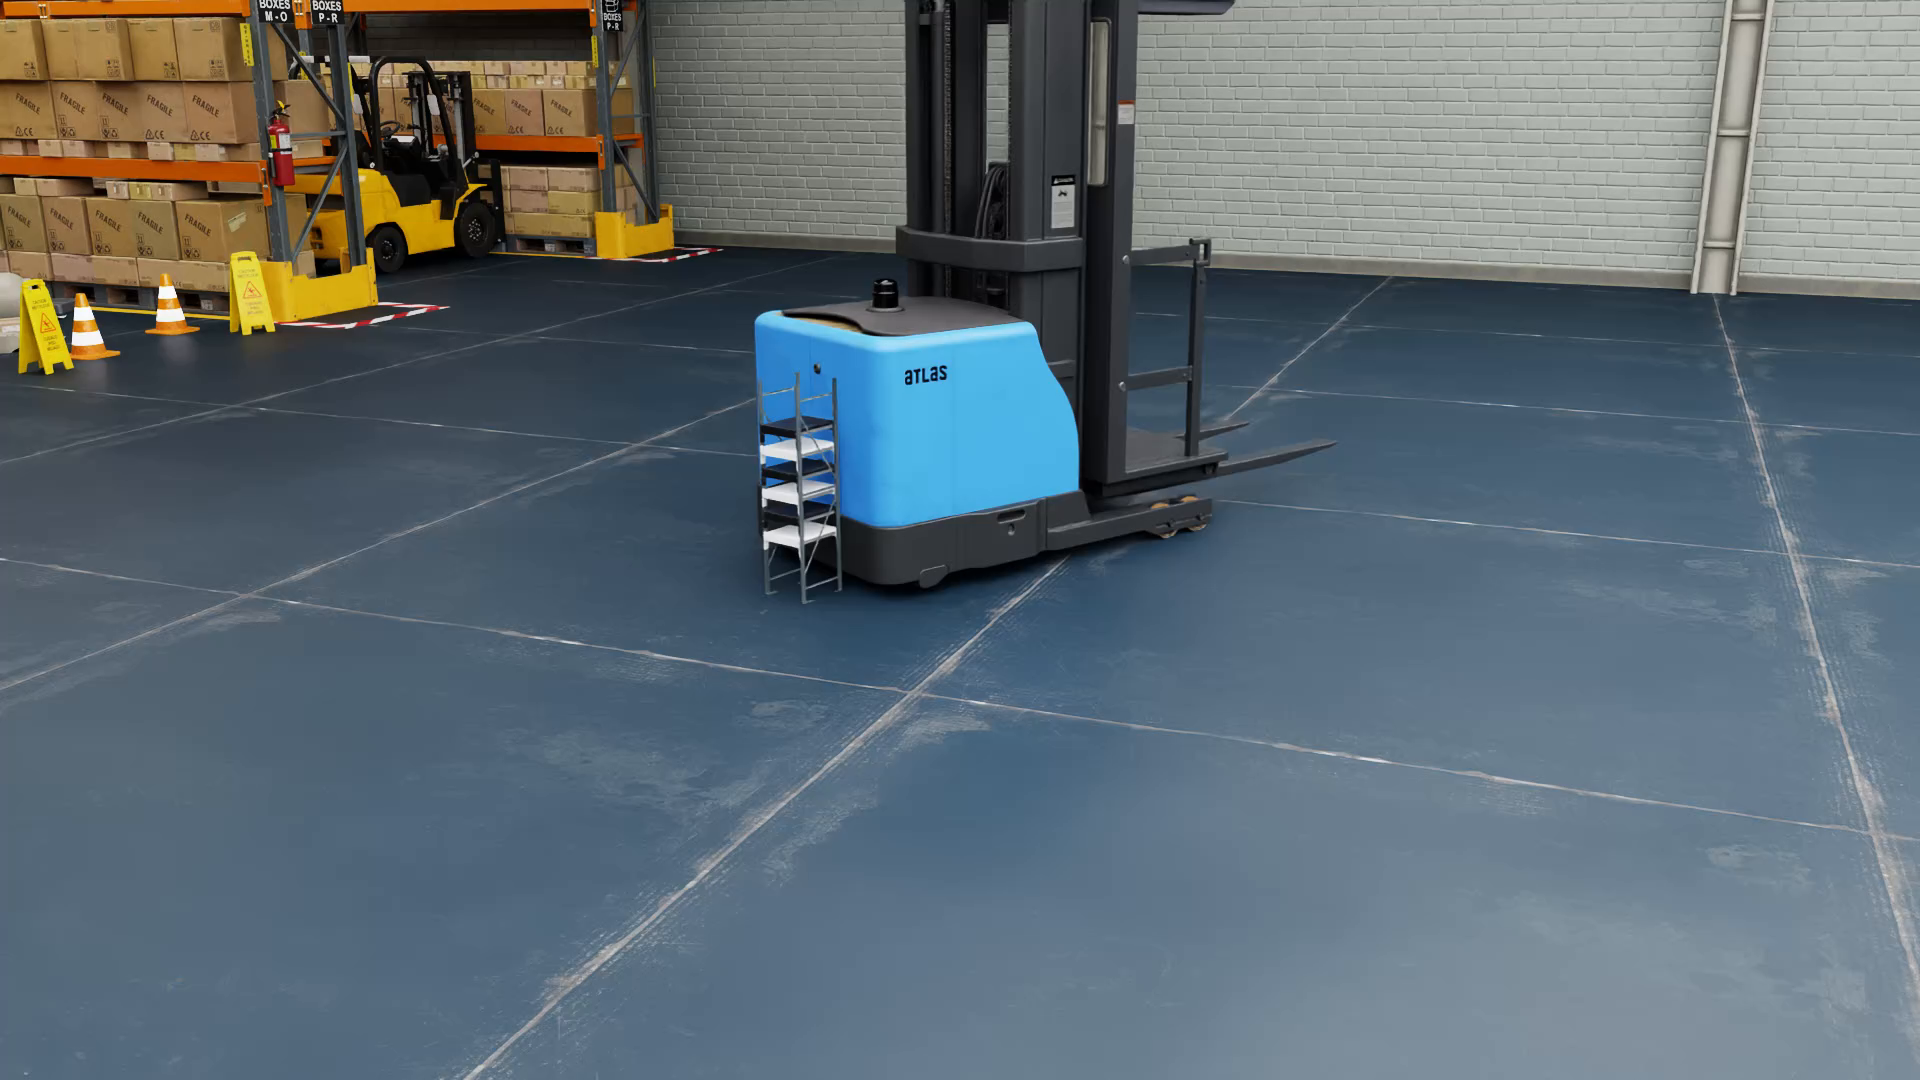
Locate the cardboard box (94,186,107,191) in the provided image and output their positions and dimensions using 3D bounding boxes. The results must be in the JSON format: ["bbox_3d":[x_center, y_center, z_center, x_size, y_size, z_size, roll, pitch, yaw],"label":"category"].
[{"bbox_3d":[-8.123,-3.035,15.581,0.500,0.500,0.500,7,17,22],"label":"cardboard box"}]

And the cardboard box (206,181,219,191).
[{"bbox_3d":[-9.336,-4.393,20.933,0.625,0.625,0.875,6,17,18],"label":"cardboard box"}]

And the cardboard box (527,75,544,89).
[{"bbox_3d":[-4.599,-5.098,18.511,0.250,0.149,0.380,7,17,22],"label":"cardboard box"}]

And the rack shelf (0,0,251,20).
[{"bbox_3d":[-7.385,-4.727,14.485,4.000,0.370,1.077,6,17,21],"label":"rack shelf"}]

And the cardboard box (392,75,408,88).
[{"bbox_3d":[-6.288,-5.265,19.088,0.250,0.149,0.380,6,17,20],"label":"cardboard box"}]

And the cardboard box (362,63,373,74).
[{"bbox_3d":[-6.723,-5.490,19.327,0.250,0.149,0.380,6,17,20],"label":"cardboard box"}]

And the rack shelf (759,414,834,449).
[{"bbox_3d":[-0.652,-0.441,6.728,0.200,0.077,0.258,12,20,36],"label":"rack shelf"}]

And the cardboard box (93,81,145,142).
[{"bbox_3d":[-7.059,-3.706,14.347,0.500,0.500,0.500,6,17,20],"label":"cardboard box"}]

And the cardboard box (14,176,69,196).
[{"bbox_3d":[-8.223,-3.178,14.911,0.250,0.149,0.380,7,18,23],"label":"cardboard box"}]

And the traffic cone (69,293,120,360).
[{"bbox_3d":[-6.489,-1.595,12.339,0.334,0.463,0.336,6,17,21],"label":"traffic cone"}]

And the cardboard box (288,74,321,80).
[{"bbox_3d":[-7.827,-5.461,19.761,0.250,0.149,0.380,7,18,23],"label":"cardboard box"}]

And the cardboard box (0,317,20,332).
[{"bbox_3d":[-7.484,-1.668,13.152,0.380,0.149,0.250,-12,20,-37],"label":"cardboard box"}]

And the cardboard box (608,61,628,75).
[{"bbox_3d":[-3.941,-5.307,18.697,0.250,0.149,0.380,6,17,20],"label":"cardboard box"}]

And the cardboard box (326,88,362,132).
[{"bbox_3d":[-7.111,-5.059,19.539,0.500,0.500,0.500,6,17,19],"label":"cardboard box"}]

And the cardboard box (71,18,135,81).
[{"bbox_3d":[-7.060,-4.173,14.161,0.500,0.500,0.700,6,17,20],"label":"cardboard box"}]

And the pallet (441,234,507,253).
[{"bbox_3d":[-5.564,-3.568,19.586,1.213,0.211,1.003,6,17,21],"label":"pallet"}]

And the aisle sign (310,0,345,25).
[{"bbox_3d":[-5.353,-4.749,13.990,0.004,0.787,0.394,6,17,21],"label":"aisle sign"}]

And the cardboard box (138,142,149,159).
[{"bbox_3d":[-6.895,-3.399,14.453,0.250,0.149,0.380,7,17,21],"label":"cardboard box"}]

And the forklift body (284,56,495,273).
[{"bbox_3d":[-6.140,-4.028,17.690,1.214,2.155,2.313,6,17,21],"label":"forklift body"}]

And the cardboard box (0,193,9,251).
[{"bbox_3d":[-8.796,-2.947,15.278,0.500,0.500,0.500,7,18,23],"label":"cardboard box"}]

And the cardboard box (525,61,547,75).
[{"bbox_3d":[-4.611,-5.236,18.453,0.250,0.149,0.380,7,17,22],"label":"cardboard box"}]

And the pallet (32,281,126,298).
[{"bbox_3d":[-8.608,-2.437,15.691,1.213,0.211,1.003,6,17,21],"label":"pallet"}]

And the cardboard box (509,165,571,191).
[{"bbox_3d":[-4.727,-4.093,18.777,0.500,0.250,0.500,7,17,22],"label":"cardboard box"}]

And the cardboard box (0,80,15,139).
[{"bbox_3d":[-8.463,-3.864,14.892,0.500,0.500,0.500,6,17,20],"label":"cardboard box"}]

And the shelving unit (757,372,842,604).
[{"bbox_3d":[-0.651,-0.214,6.793,0.210,0.900,0.258,12,20,36],"label":"shelving unit"}]

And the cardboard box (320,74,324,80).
[{"bbox_3d":[-7.676,-5.575,20.154,0.250,0.149,0.380,6,17,19],"label":"cardboard box"}]

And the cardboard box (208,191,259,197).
[{"bbox_3d":[-6.684,-2.877,15.038,0.500,0.500,0.500,6,17,19],"label":"cardboard box"}]

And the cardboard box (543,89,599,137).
[{"bbox_3d":[-4.261,-4.745,18.458,0.500,0.500,0.500,6,17,19],"label":"cardboard box"}]

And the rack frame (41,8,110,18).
[{"bbox_3d":[-11.149,-5.533,21.352,0.127,3.000,1.000,6,17,21],"label":"rack frame"}]

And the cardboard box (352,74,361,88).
[{"bbox_3d":[-6.986,-5.356,19.401,0.250,0.149,0.380,7,17,22],"label":"cardboard box"}]

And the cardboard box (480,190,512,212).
[{"bbox_3d":[-5.225,-3.906,19.030,0.500,0.250,0.500,6,17,19],"label":"cardboard box"}]

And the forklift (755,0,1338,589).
[{"bbox_3d":[0.565,-1.517,7.643,3.031,2.935,1.130,-12,20,-36],"label":"forklift"}]

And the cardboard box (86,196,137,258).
[{"bbox_3d":[-7.319,-2.789,14.732,0.500,0.500,0.500,6,17,19],"label":"cardboard box"}]

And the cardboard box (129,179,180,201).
[{"bbox_3d":[-6.964,-3.041,14.438,0.250,0.149,0.380,7,17,22],"label":"cardboard box"}]

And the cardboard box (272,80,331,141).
[{"bbox_3d":[-5.863,-3.738,14.457,0.500,0.500,0.500,6,17,20],"label":"cardboard box"}]

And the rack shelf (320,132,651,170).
[{"bbox_3d":[-5.567,-4.574,19.339,4.000,0.370,1.077,6,17,21],"label":"rack shelf"}]

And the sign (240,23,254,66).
[{"bbox_3d":[-5.747,-3.993,13.404,0.005,0.325,0.100,6,17,21],"label":"sign"}]

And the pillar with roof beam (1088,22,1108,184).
[{"bbox_3d":[-0.022,-6.170,12.788,0.400,9.000,9.100,6,17,21],"label":"pillar with roof beam"}]

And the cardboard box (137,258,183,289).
[{"bbox_3d":[-6.854,-2.376,14.657,0.500,0.250,0.500,6,17,21],"label":"cardboard box"}]

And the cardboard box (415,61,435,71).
[{"bbox_3d":[-6.012,-5.405,19.037,0.250,0.149,0.380,6,17,20],"label":"cardboard box"}]

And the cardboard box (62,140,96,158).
[{"bbox_3d":[-7.639,-3.448,14.622,0.250,0.149,0.380,6,17,20],"label":"cardboard box"}]

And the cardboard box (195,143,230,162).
[{"bbox_3d":[-6.227,-3.286,14.064,0.250,0.149,0.380,6,17,20],"label":"cardboard box"}]

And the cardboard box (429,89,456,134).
[{"bbox_3d":[-5.688,-4.901,18.997,0.500,0.500,0.500,6,17,21],"label":"cardboard box"}]

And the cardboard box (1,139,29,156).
[{"bbox_3d":[-8.340,-3.534,14.917,0.250,0.149,0.380,7,18,22],"label":"cardboard box"}]

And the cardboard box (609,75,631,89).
[{"bbox_3d":[-3.927,-5.176,18.780,0.250,0.149,0.380,6,17,19],"label":"cardboard box"}]

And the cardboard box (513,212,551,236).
[{"bbox_3d":[-4.719,-3.615,18.925,0.500,0.250,0.500,6,17,21],"label":"cardboard box"}]

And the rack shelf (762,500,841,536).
[{"bbox_3d":[-0.651,-0.095,6.827,0.200,0.077,0.258,12,20,36],"label":"rack shelf"}]

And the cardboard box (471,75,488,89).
[{"bbox_3d":[-5.334,-5.162,18.731,0.250,0.149,0.380,6,17,21],"label":"cardboard box"}]

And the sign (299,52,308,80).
[{"bbox_3d":[-7.618,-5.500,19.304,0.005,0.325,0.100,6,17,21],"label":"sign"}]

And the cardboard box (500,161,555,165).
[{"bbox_3d":[-5.012,-4.278,19.416,0.500,0.250,0.500,6,17,20],"label":"cardboard box"}]

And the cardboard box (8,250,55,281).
[{"bbox_3d":[-8.295,-2.535,15.205,0.500,0.250,0.500,7,18,24],"label":"cardboard box"}]

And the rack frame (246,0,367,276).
[{"bbox_3d":[-5.524,-3.427,14.098,0.127,3.000,1.000,6,17,21],"label":"rack frame"}]

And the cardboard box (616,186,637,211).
[{"bbox_3d":[-4.068,-3.938,19.140,0.500,0.250,0.500,7,17,22],"label":"cardboard box"}]

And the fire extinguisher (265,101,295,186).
[{"bbox_3d":[-5.587,-3.259,13.657,0.183,0.674,0.296,6,17,21],"label":"fire extinguisher"}]

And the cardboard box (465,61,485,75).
[{"bbox_3d":[-5.341,-5.304,18.686,0.250,0.149,0.380,7,17,22],"label":"cardboard box"}]
